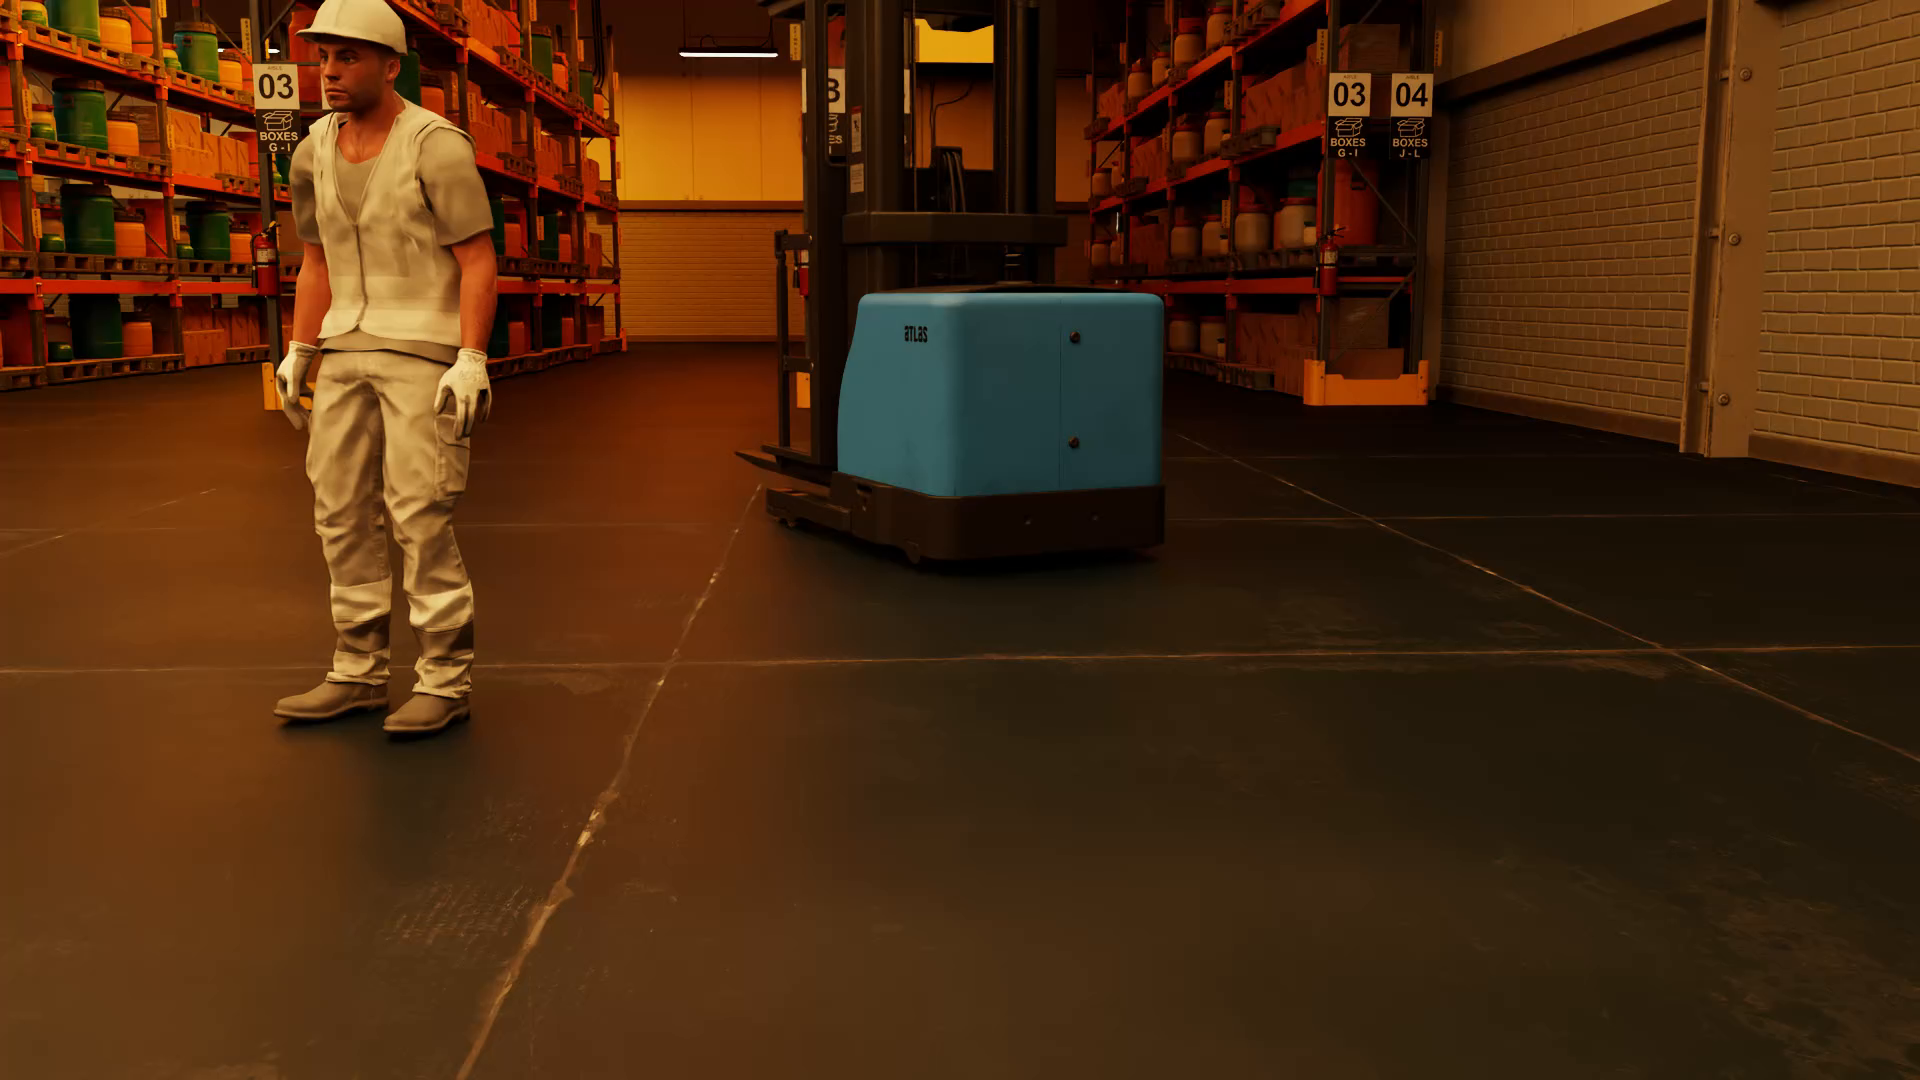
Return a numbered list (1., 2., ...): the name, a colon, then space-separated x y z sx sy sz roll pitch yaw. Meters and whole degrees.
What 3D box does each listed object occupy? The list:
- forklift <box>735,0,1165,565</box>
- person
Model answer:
1. forklift: -0.264 -1.530 7.637 1.130 2.935 3.031 -4 9 -25
2. person: -1.414 -0.419 4.089 0.616 1.778 0.453 3 9 22
